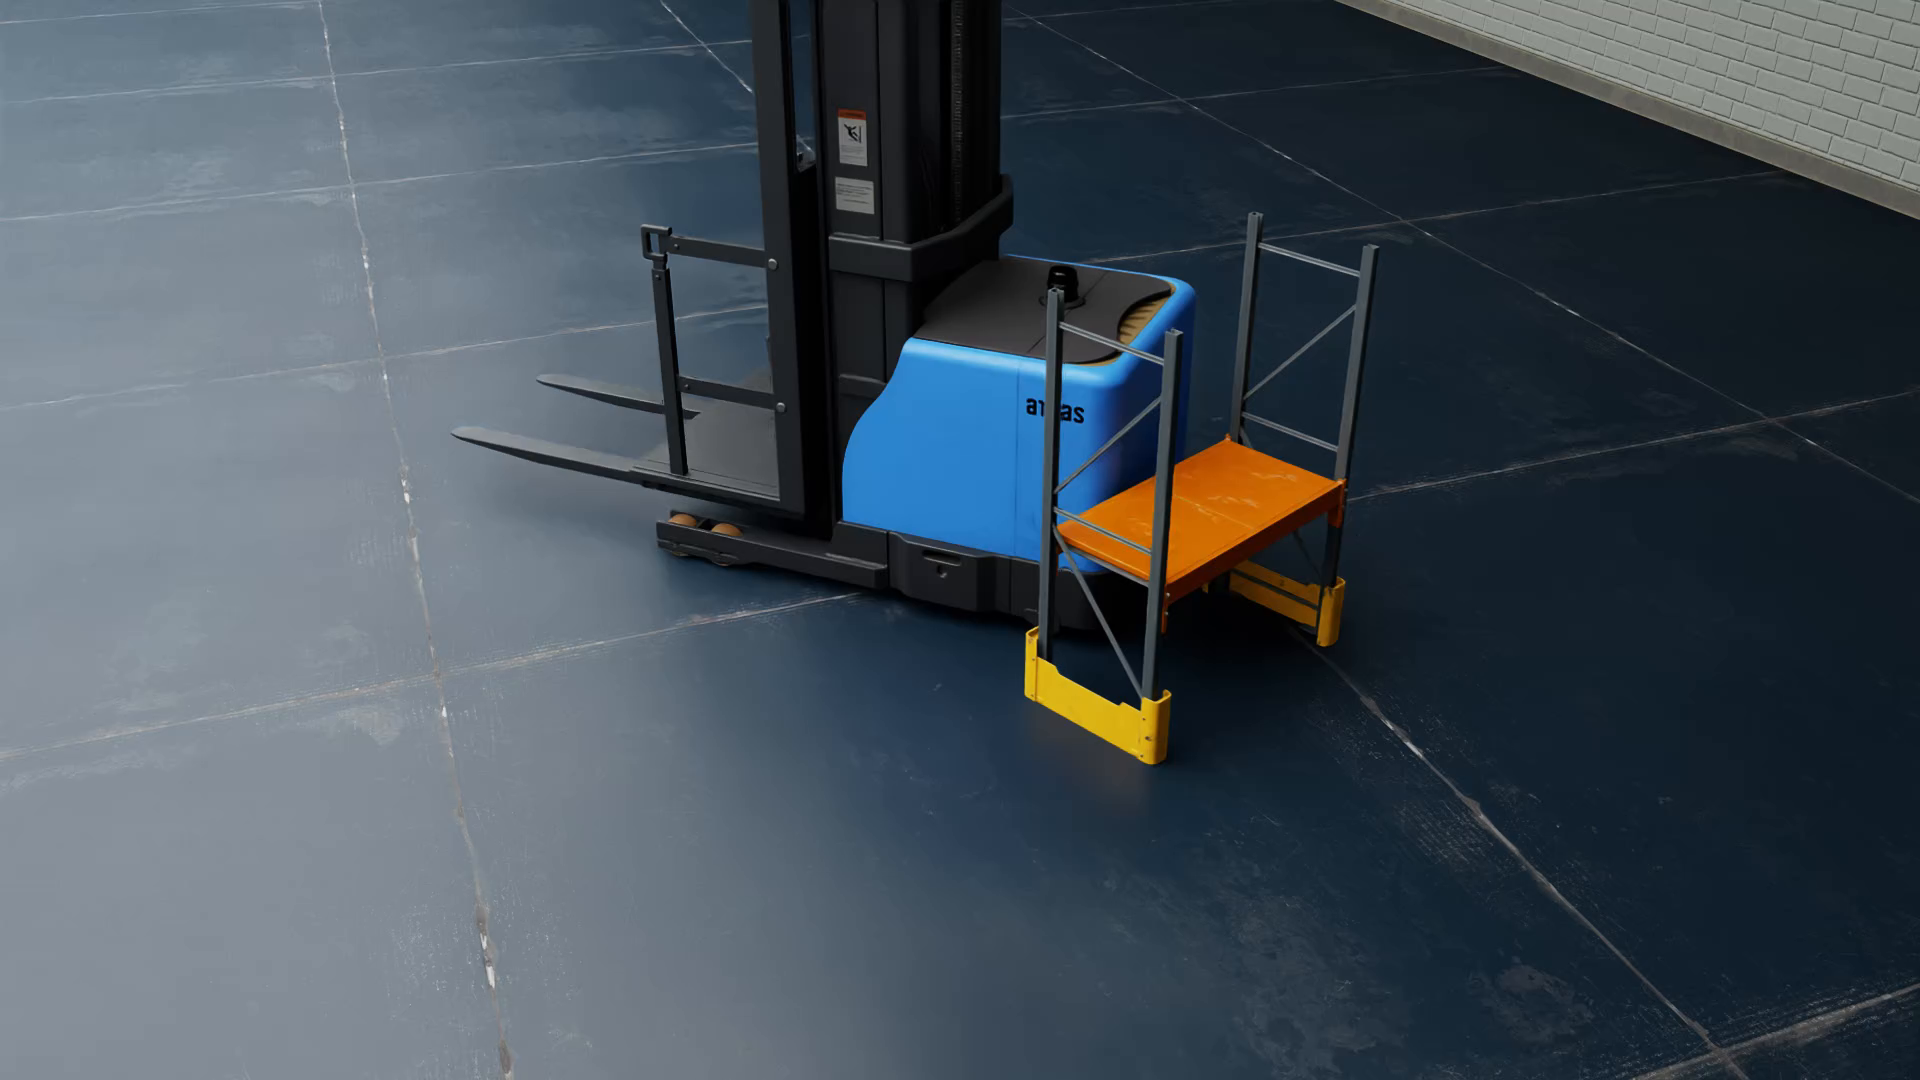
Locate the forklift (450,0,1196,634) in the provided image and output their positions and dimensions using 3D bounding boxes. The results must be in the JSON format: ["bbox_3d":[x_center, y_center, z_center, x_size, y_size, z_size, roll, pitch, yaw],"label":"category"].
[{"bbox_3d":[-0.657,-1.396,6.240,3.031,2.935,1.130,12,32,20],"label":"forklift"}]

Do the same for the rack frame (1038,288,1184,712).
[{"bbox_3d":[0.454,-0.025,5.278,0.032,1.500,0.500,-26,39,-38],"label":"rack frame"}]

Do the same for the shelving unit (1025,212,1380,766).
[{"bbox_3d":[0.807,-0.199,5.585,1.083,1.500,0.587,-26,39,-38],"label":"shelving unit"}]

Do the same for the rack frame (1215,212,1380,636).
[{"bbox_3d":[1.173,-0.380,5.903,0.032,1.500,0.500,-26,39,-38],"label":"rack frame"}]

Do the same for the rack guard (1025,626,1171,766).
[{"bbox_3d":[0.454,0.518,5.588,0.087,0.250,0.587,-26,39,-38],"label":"rack guard"}]

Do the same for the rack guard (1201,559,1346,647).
[{"bbox_3d":[1.159,0.169,6.200,0.087,0.250,0.587,-26,39,-38],"label":"rack guard"}]

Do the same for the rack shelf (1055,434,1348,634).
[{"bbox_3d":[0.813,-0.046,5.679,1.000,0.185,0.538,-26,39,-38],"label":"rack shelf"}]
